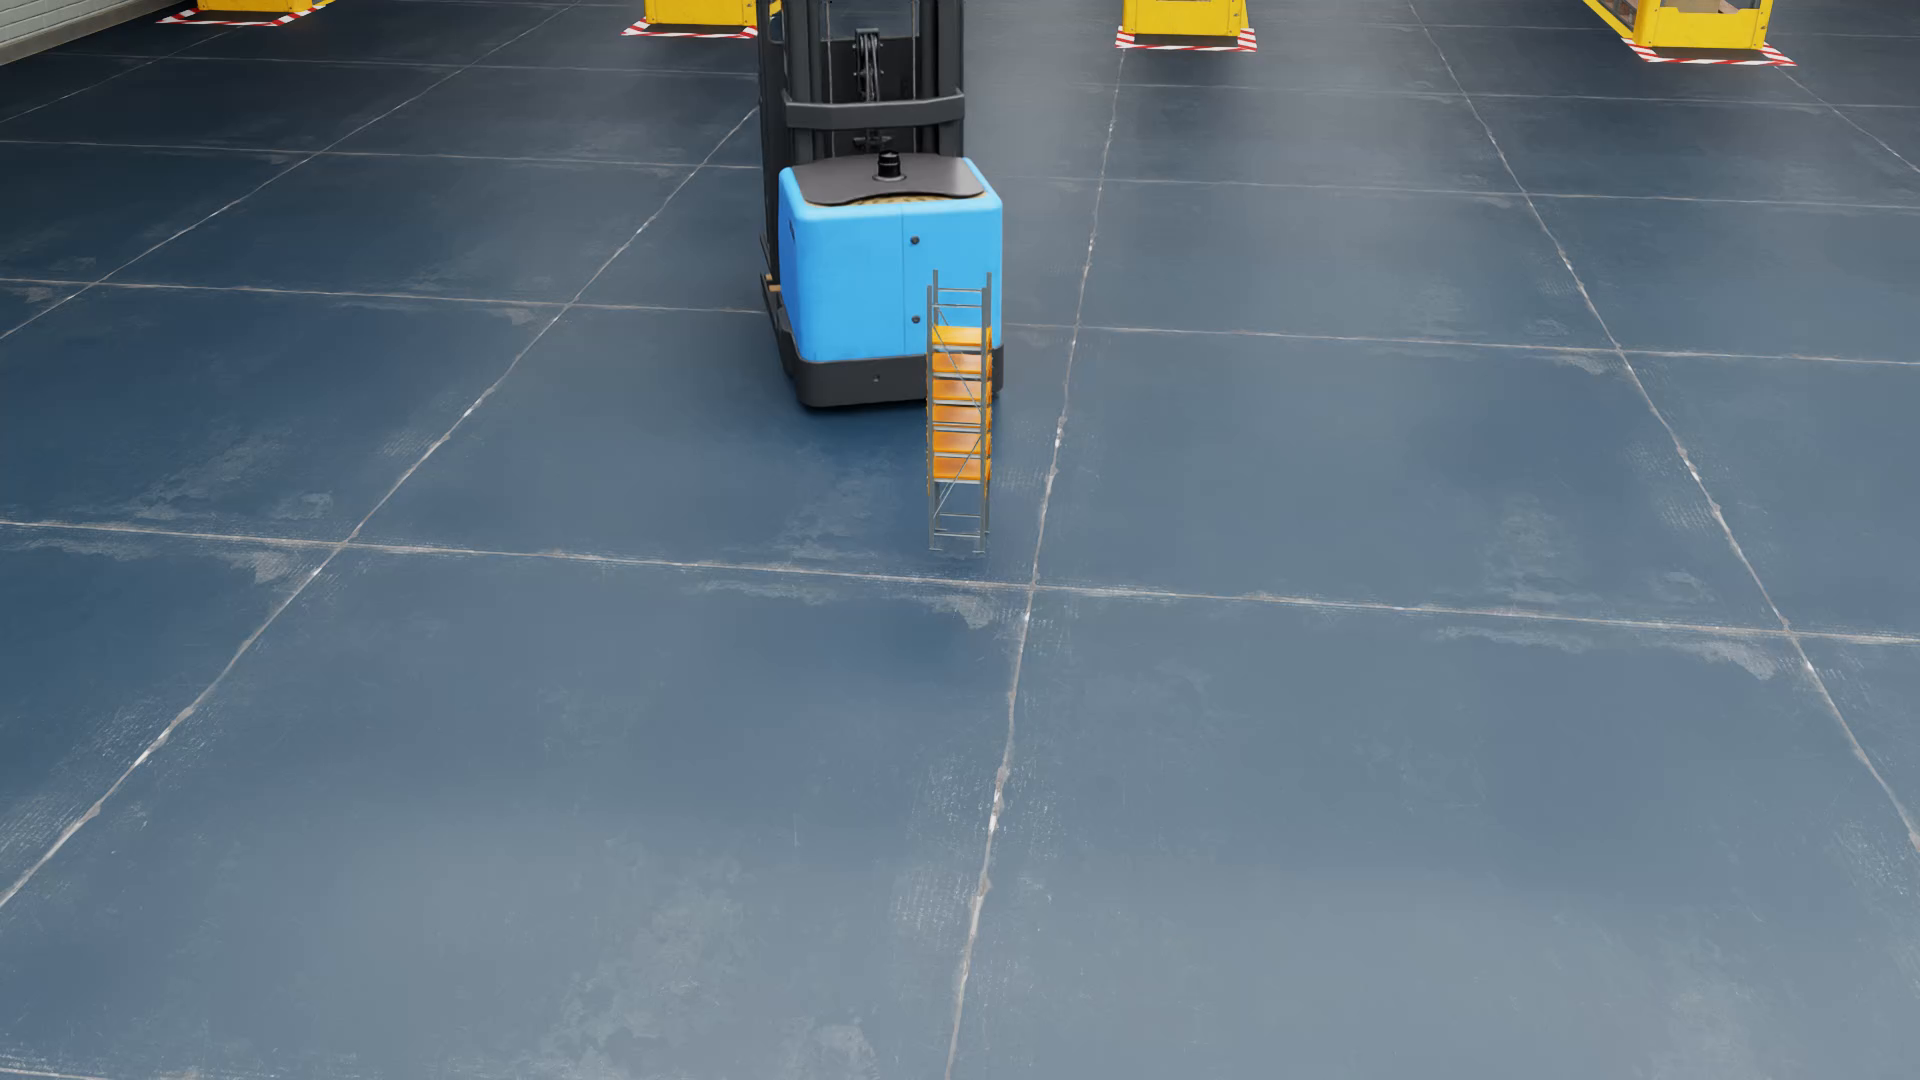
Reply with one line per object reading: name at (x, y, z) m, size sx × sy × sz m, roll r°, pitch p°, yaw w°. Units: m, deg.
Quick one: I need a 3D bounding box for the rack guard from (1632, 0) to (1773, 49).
rack guard at (7.193, -5.063, 16.121) m, size 1.175 × 0.500 × 0.348 m, roll 3°, pitch 28°, yaw 6°

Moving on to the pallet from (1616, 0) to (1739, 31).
pallet at (7.328, -5.316, 16.895) m, size 1.003 × 0.211 × 1.213 m, roll 3°, pitch 28°, yaw 6°

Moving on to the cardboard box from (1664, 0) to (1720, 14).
cardboard box at (7.277, -5.505, 16.498) m, size 0.500 × 0.500 × 0.500 m, roll 9°, pitch 30°, yaw 16°

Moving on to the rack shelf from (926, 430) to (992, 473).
rack shelf at (-0.002, -0.377, 7.031) m, size 0.258 × 0.103 × 0.180 m, roll 3°, pitch 28°, yaw 6°

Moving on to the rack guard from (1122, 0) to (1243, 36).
rack guard at (2.231, -5.354, 16.660) m, size 1.175 × 0.500 × 0.348 m, roll 3°, pitch 28°, yaw 6°

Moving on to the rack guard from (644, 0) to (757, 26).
rack guard at (-2.650, -5.593, 17.105) m, size 1.175 × 0.500 × 0.348 m, roll 3°, pitch 28°, yaw 6°

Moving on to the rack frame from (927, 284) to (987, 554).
rack frame at (-0.013, -0.478, 6.873) m, size 0.240 × 1.200 × 0.006 m, roll 3°, pitch 28°, yaw 6°

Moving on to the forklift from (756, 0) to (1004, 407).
forklift at (-0.570, -2.638, 9.056) m, size 1.130 × 2.935 × 3.031 m, roll -5°, pitch 29°, yaw -10°

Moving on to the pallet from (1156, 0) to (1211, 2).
pallet at (2.336, -5.608, 17.438) m, size 1.003 × 0.211 × 1.213 m, roll 3°, pitch 28°, yaw 6°

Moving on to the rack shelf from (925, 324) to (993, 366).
rack shelf at (-0.002, -0.799, 6.803) m, size 0.258 × 0.103 × 0.180 m, roll 3°, pitch 28°, yaw 6°

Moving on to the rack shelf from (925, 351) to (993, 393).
rack shelf at (-0.002, -0.694, 6.860) m, size 0.258 × 0.103 × 0.180 m, roll 3°, pitch 28°, yaw 6°

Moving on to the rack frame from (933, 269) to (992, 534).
rack frame at (0.009, -0.564, 7.033) m, size 0.240 × 1.200 × 0.006 m, roll 3°, pitch 28°, yaw 6°

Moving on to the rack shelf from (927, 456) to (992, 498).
rack shelf at (-0.002, -0.271, 7.088) m, size 0.258 × 0.103 × 0.180 m, roll 3°, pitch 28°, yaw 6°

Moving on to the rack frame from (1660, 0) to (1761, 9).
rack frame at (7.184, -6.128, 15.461) m, size 1.000 × 3.000 × 0.127 m, roll 3°, pitch 28°, yaw 6°

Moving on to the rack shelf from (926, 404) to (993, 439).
rack shelf at (-0.002, -0.482, 6.974) m, size 0.258 × 0.103 × 0.180 m, roll 3°, pitch 28°, yaw 6°

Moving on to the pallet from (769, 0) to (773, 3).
pallet at (-2.595, -5.840, 17.867) m, size 1.003 × 0.211 × 1.213 m, roll 3°, pitch 28°, yaw 6°

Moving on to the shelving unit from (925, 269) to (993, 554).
shelving unit at (-0.002, -0.521, 6.953) m, size 0.258 × 1.200 × 0.189 m, roll 3°, pitch 28°, yaw 6°

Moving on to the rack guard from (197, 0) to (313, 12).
rack guard at (-7.555, -5.927, 17.724) m, size 1.175 × 0.500 × 0.348 m, roll 3°, pitch 28°, yaw 6°

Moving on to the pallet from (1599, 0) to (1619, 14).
pallet at (7.480, -5.889, 17.958) m, size 1.003 × 0.211 × 1.213 m, roll 3°, pitch 28°, yaw 6°

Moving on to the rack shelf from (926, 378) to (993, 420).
rack shelf at (-0.002, -0.588, 6.917) m, size 0.258 × 0.103 × 0.180 m, roll 3°, pitch 28°, yaw 6°

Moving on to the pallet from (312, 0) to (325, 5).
pallet at (-7.420, -6.180, 18.498) m, size 1.003 × 0.211 × 1.213 m, roll 3°, pitch 28°, yaw 6°
